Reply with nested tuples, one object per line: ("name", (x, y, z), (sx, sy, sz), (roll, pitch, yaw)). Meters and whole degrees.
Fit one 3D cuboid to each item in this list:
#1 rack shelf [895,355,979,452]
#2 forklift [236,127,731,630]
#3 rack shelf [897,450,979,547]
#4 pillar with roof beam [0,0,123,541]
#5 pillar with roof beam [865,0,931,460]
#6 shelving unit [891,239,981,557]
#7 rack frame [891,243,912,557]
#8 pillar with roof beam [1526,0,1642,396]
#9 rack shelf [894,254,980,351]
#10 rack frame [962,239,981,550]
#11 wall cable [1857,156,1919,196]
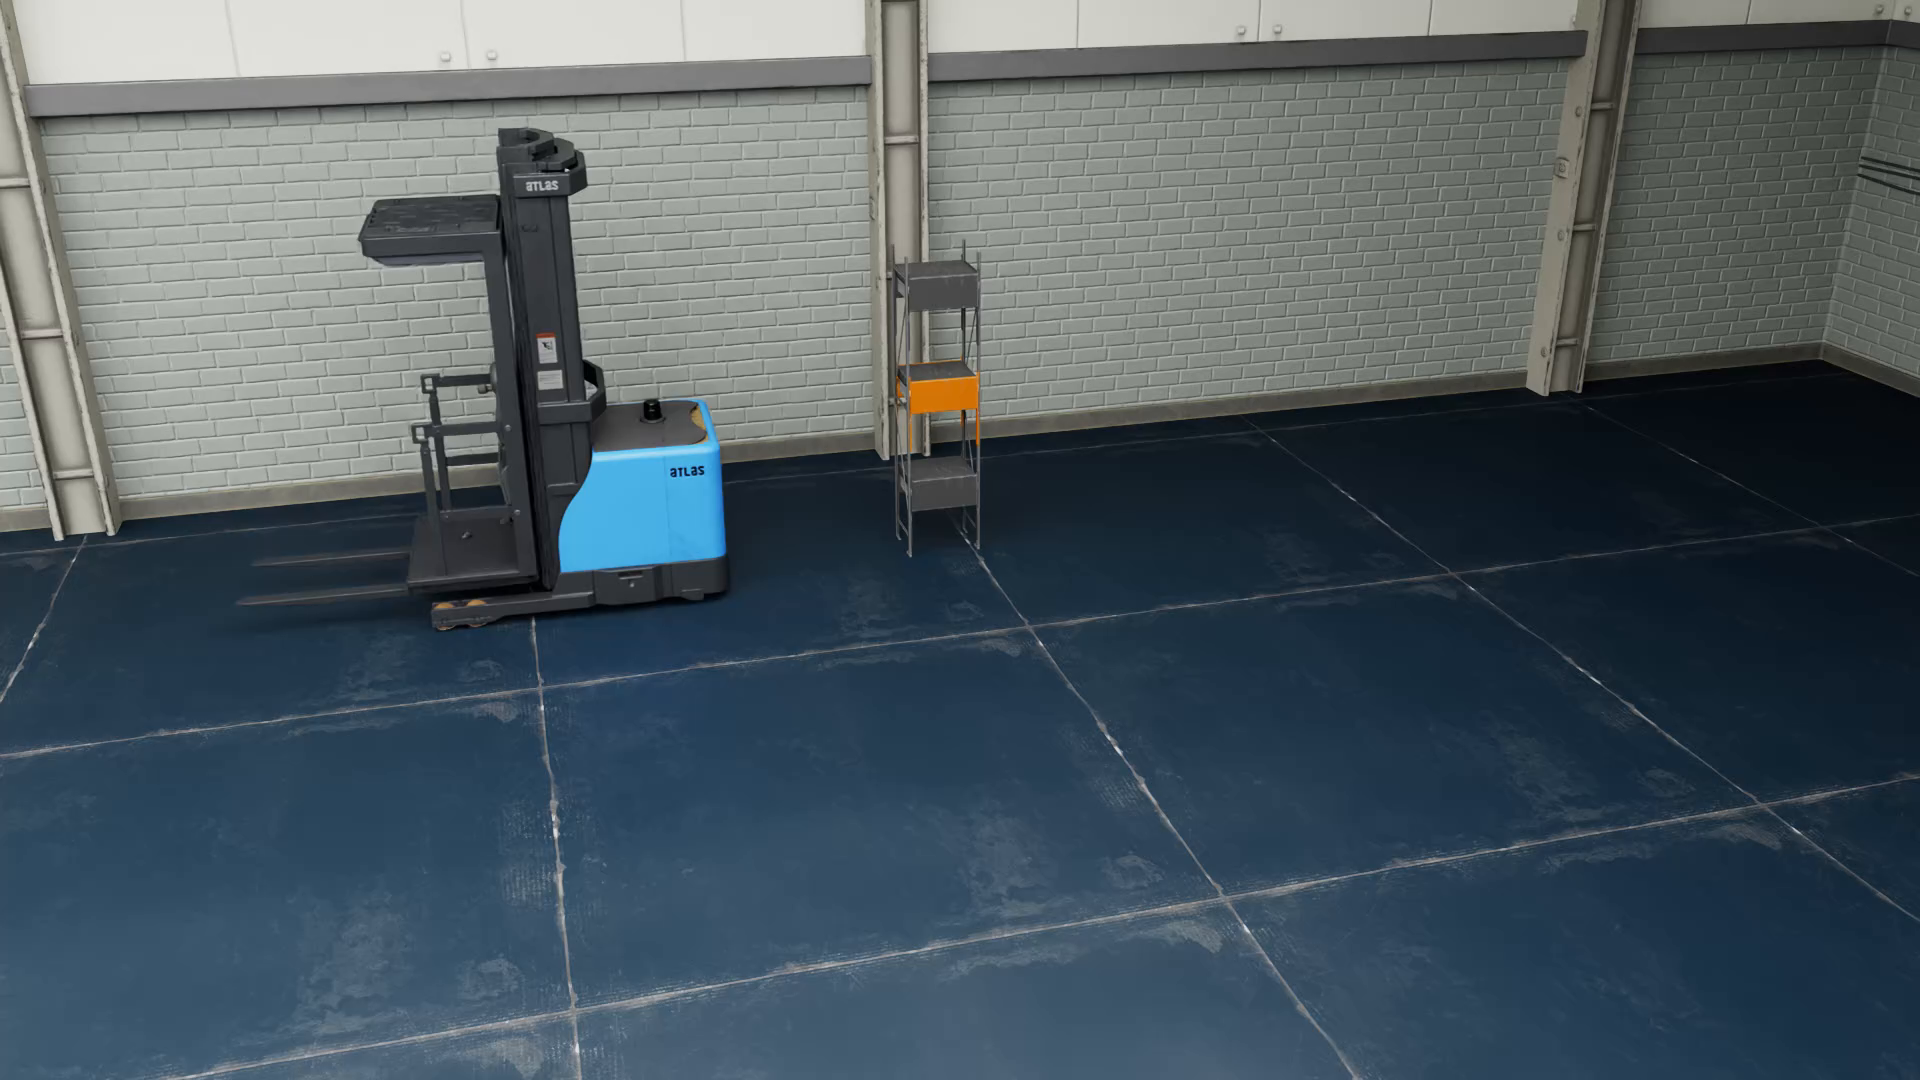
("rack shelf", (-0.159, -0.935, 11.300), (0.480, 0.518, 0.431), (-6, 24, -14))
("forklift", (-3.074, -1.011, 10.389), (3.031, 2.935, 1.130), (-5, 24, -12))
("rack shelf", (-0.159, -0.291, 11.576), (0.480, 0.518, 0.431), (-6, 24, -14))
("pillar with roof beam", (-5.079, -2.576, 6.340), (0.400, 9.000, 9.100), (-6, 24, -14))
("pillar with roof beam", (0.698, -3.215, 7.830), (0.400, 9.000, 9.100), (-6, 24, -14))
("shelving unit", (-0.159, -0.947, 11.295), (0.503, 2.100, 0.431), (-6, 24, -14))
("rack frame", (-0.394, -0.921, 11.234), (0.015, 2.100, 0.400), (-6, 24, -14))
("pillar with roof beam", (6.475, -3.854, 9.319), (0.400, 9.000, 9.100), (-6, 24, -14))
("rack shelf", (-0.159, -1.578, 11.024), (0.480, 0.518, 0.431), (-6, 24, -14))
("rack frame", (0.076, -0.973, 11.355), (0.015, 2.100, 0.400), (-6, 24, -14))
("wall cable", (8.506, -3.873, 13.302), (0.112, 2.526, 3.097), (-6, 24, -14))
